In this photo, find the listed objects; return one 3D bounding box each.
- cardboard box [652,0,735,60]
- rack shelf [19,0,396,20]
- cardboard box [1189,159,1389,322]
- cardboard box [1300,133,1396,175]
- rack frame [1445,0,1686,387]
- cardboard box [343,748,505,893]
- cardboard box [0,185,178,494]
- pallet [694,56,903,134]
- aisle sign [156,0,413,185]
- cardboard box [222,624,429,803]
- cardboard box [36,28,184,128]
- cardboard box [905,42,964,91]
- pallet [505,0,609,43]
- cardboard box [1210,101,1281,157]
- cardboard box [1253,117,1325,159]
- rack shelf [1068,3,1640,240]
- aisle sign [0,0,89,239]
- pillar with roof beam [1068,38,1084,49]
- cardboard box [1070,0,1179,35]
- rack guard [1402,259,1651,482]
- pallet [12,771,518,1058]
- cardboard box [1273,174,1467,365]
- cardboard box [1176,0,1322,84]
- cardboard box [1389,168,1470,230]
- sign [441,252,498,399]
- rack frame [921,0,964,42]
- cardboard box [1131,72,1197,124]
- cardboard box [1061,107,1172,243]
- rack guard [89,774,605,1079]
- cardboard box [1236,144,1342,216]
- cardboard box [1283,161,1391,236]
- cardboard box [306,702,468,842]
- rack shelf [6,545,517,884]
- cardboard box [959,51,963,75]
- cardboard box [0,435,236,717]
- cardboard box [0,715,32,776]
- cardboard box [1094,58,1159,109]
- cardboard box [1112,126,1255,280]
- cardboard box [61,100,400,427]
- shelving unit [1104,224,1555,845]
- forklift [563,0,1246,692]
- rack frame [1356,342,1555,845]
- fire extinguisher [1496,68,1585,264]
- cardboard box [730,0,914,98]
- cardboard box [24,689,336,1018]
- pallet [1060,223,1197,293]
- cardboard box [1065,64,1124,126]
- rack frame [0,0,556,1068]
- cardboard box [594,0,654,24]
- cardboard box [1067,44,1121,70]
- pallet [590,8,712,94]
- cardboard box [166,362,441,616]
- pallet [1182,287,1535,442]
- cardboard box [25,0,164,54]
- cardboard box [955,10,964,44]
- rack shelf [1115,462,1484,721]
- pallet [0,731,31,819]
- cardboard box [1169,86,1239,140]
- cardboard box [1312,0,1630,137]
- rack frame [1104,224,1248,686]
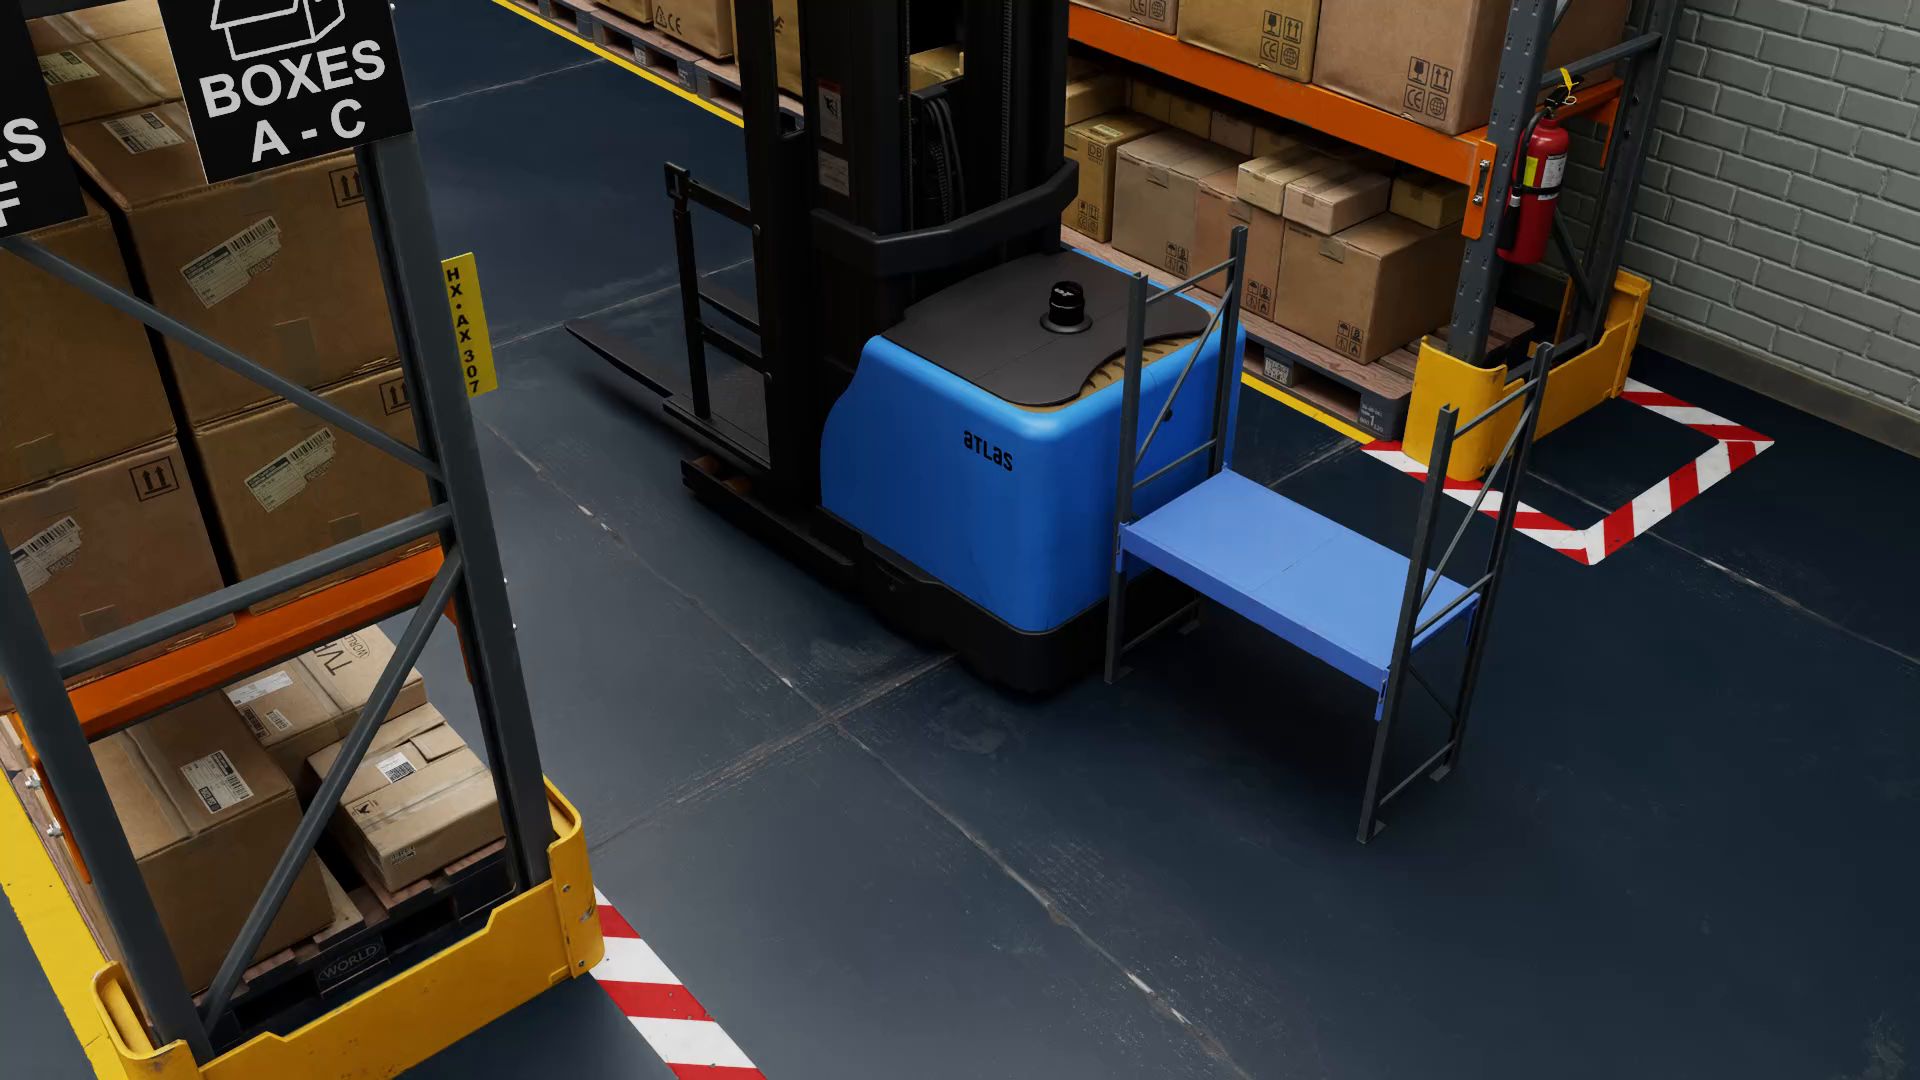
[{"bbox_3d":[-1.364,-3.433,9.999,0.750,0.750,0.750,-25,42,-30],"label":"cardboard box"},{"bbox_3d":[-2.761,-1.707,4.092,1.077,0.370,4.000,-26,43,-32],"label":"rack shelf"},{"bbox_3d":[1.461,-1.387,7.412,0.700,0.500,0.500,-26,43,-32],"label":"cardboard box"},{"bbox_3d":[1.689,-1.674,7.256,0.380,0.149,0.250,-26,43,-32],"label":"cardboard box"},{"bbox_3d":[2.312,-1.743,6.116,1.000,3.000,0.127,-26,43,-32],"label":"rack frame"},{"bbox_3d":[-1.478,0.777,4.644,0.380,0.149,0.250,-26,43,-32],"label":"cardboard box"},{"bbox_3d":[-1.967,-0.437,3.319,0.500,0.500,0.500,-26,43,-32],"label":"cardboard box"},{"bbox_3d":[-0.825,-2.684,9.857,1.003,0.211,1.213,-26,43,-32],"label":"pallet"},{"bbox_3d":[-1.202,-1.034,2.865,0.394,0.787,0.004,-26,43,-32],"label":"aisle sign"},{"bbox_3d":[-1.927,0.482,4.972,0.500,0.250,0.500,-26,43,-32],"label":"cardboard box"},{"bbox_3d":[-1.898,-0.865,3.924,0.500,0.500,0.500,-26,43,-31],"label":"cardboard box"},{"bbox_3d":[0.135,-2.292,8.690,0.700,0.500,0.500,-25,43,-31],"label":"cardboard box"},{"bbox_3d":[-2.400,-3.761,11.378,1.003,0.211,1.213,-26,43,-32],"label":"pallet"},{"bbox_3d":[1.364,-1.896,7.570,0.380,0.149,0.250,-25,42,-31],"label":"cardboard box"},{"bbox_3d":[1.528,-1.784,7.412,0.380,0.149,0.250,-26,43,-31],"label":"cardboard box"},{"bbox_3d":[1.021,-2.332,7.571,1.077,0.370,4.000,-26,43,-32],"label":"rack shelf"},{"bbox_3d":[-1.660,-0.810,2.550,0.394,0.787,0.004,-26,43,-32],"label":"aisle sign"},{"bbox_3d":[-2.446,-4.365,4.628,9.100,9.000,0.400,-26,43,-32],"label":"pillar with roof beam"},{"bbox_3d":[1.012,-2.744,7.270,0.980,0.700,0.700,-28,44,-34],"label":"cardboard box"},{"bbox_3d":[2.327,-0.712,6.823,1.175,0.500,0.348,-26,43,-32],"label":"rack guard"},{"bbox_3d":[-2.034,0.859,4.855,1.003,0.211,1.213,-26,43,-32],"label":"pallet"},{"bbox_3d":[1.783,-1.166,7.101,0.700,0.500,0.500,-26,43,-32],"label":"cardboard box"},{"bbox_3d":[1.497,-2.404,6.789,0.980,0.700,0.700,-26,43,-32],"label":"cardboard box"},{"bbox_3d":[2.017,-1.450,6.941,0.380,0.149,0.250,-26,43,-31],"label":"cardboard box"},{"bbox_3d":[-1.056,-0.450,3.540,0.100,0.325,0.005,-26,43,-32],"label":"sign"},{"bbox_3d":[-0.270,-3.509,8.609,1.000,3.000,0.127,-26,43,-32],"label":"rack frame"},{"bbox_3d":[1.034,-2.121,7.888,0.380,0.149,0.250,-27,43,-33],"label":"cardboard box"},{"bbox_3d":[0.786,-1.841,8.054,0.700,0.500,0.500,-25,42,-31],"label":"cardboard box"},{"bbox_3d":[-1.519,1.093,4.275,1.175,0.500,0.348,-26,43,-32],"label":"rack guard"},{"bbox_3d":[1.396,-1.532,7.056,0.380,0.149,0.250,-25,42,-31],"label":"cardboard box"},{"bbox_3d":[1.561,-1.420,6.897,0.380,0.149,0.250,-27,43,-32],"label":"cardboard box"},{"bbox_3d":[-1.639,0.659,4.794,0.380,0.166,0.250,-26,43,-32],"label":"cardboard box"},{"bbox_3d":[-2.761,-0.483,4.959,1.077,0.370,4.000,-26,43,-32],"label":"rack shelf"},{"bbox_3d":[0.216,-2.337,8.193,0.380,0.149,0.250,-24,42,-30],"label":"cardboard box"},{"bbox_3d":[-1.967,-0.031,3.612,0.500,0.500,0.500,-25,42,-30],"label":"cardboard box"},{"bbox_3d":[-2.599,0.470,4.990,0.500,0.250,0.500,-26,43,-32],"label":"cardboard box"},{"bbox_3d":[0.867,-2.235,8.048,0.380,0.149,0.250,-26,43,-31],"label":"cardboard box"},{"bbox_3d":[1.135,-1.609,7.726,0.700,0.500,0.500,-28,44,-33],"label":"cardboard box"},{"bbox_3d":[-1.555,-0.637,3.602,0.500,0.500,0.500,-25,42,-30],"label":"cardboard box"},{"bbox_3d":[1.025,-0.019,4.979,0.538,1.500,1.048,-29,44,-34],"label":"shelving unit"},{"bbox_3d":[-0.432,-1.457,5.771,1.130,2.935,3.031,-29,44,-34],"label":"forklift"},{"bbox_3d":[1.377,0.193,4.680,0.500,1.500,0.032,-29,44,-34],"label":"rack frame"},{"bbox_3d":[2.056,-1.321,5.909,0.296,0.674,0.183,-26,43,-32],"label":"fire extinguisher"},{"bbox_3d":[-0.788,-3.042,9.446,0.750,0.750,0.750,-25,43,-31],"label":"cardboard box"},{"bbox_3d":[-2.009,0.799,4.309,0.500,0.500,0.500,-26,43,-32],"label":"cardboard box"},{"bbox_3d":[0.953,-1.467,8.139,1.003,0.211,1.213,-26,43,-32],"label":"pallet"},{"bbox_3d":[0.553,-2.107,7.868,0.380,0.149,0.250,-27,44,-33],"label":"cardboard box"},{"bbox_3d":[-1.470,0.106,3.505,1.000,3.000,0.127,-26,43,-32],"label":"rack frame"},{"bbox_3d":[-1.916,-3.806,10.526,0.750,0.750,0.750,-26,43,-32],"label":"cardboard box"},{"bbox_3d":[0.705,-2.347,8.206,0.380,0.149,0.250,-28,44,-33],"label":"cardboard box"},{"bbox_3d":[-1.617,-3.223,10.618,1.003,0.211,1.213,-26,43,-32],"label":"pallet"},{"bbox_3d":[-1.555,-0.229,3.891,0.500,0.500,0.500,-25,42,-31],"label":"cardboard box"},{"bbox_3d":[1.736,-0.929,7.379,1.003,0.211,1.213,-26,43,-32],"label":"pallet"},{"bbox_3d":[-2.217,-1.088,4.239,0.500,0.500,0.500,-25,42,-31],"label":"cardboard box"},{"bbox_3d":[0.193,-2.695,8.698,0.380,0.149,0.250,-26,43,-32],"label":"cardboard box"},{"bbox_3d":[1.025,0.128,5.083,0.538,0.185,1.000,-29,44,-34],"label":"rack shelf"},{"bbox_3d":[-2.818,0.321,5.615,1.003,0.211,1.213,-26,43,-32],"label":"pallet"},{"bbox_3d":[1.197,-2.009,7.730,0.380,0.149,0.250,-26,43,-31],"label":"cardboard box"},{"bbox_3d":[1.975,-2.087,6.342,0.980,0.700,0.700,-24,42,-30],"label":"cardboard box"},{"bbox_3d":[0.673,-0.231,5.278,0.500,1.500,0.032,-29,44,-34],"label":"rack frame"}]
